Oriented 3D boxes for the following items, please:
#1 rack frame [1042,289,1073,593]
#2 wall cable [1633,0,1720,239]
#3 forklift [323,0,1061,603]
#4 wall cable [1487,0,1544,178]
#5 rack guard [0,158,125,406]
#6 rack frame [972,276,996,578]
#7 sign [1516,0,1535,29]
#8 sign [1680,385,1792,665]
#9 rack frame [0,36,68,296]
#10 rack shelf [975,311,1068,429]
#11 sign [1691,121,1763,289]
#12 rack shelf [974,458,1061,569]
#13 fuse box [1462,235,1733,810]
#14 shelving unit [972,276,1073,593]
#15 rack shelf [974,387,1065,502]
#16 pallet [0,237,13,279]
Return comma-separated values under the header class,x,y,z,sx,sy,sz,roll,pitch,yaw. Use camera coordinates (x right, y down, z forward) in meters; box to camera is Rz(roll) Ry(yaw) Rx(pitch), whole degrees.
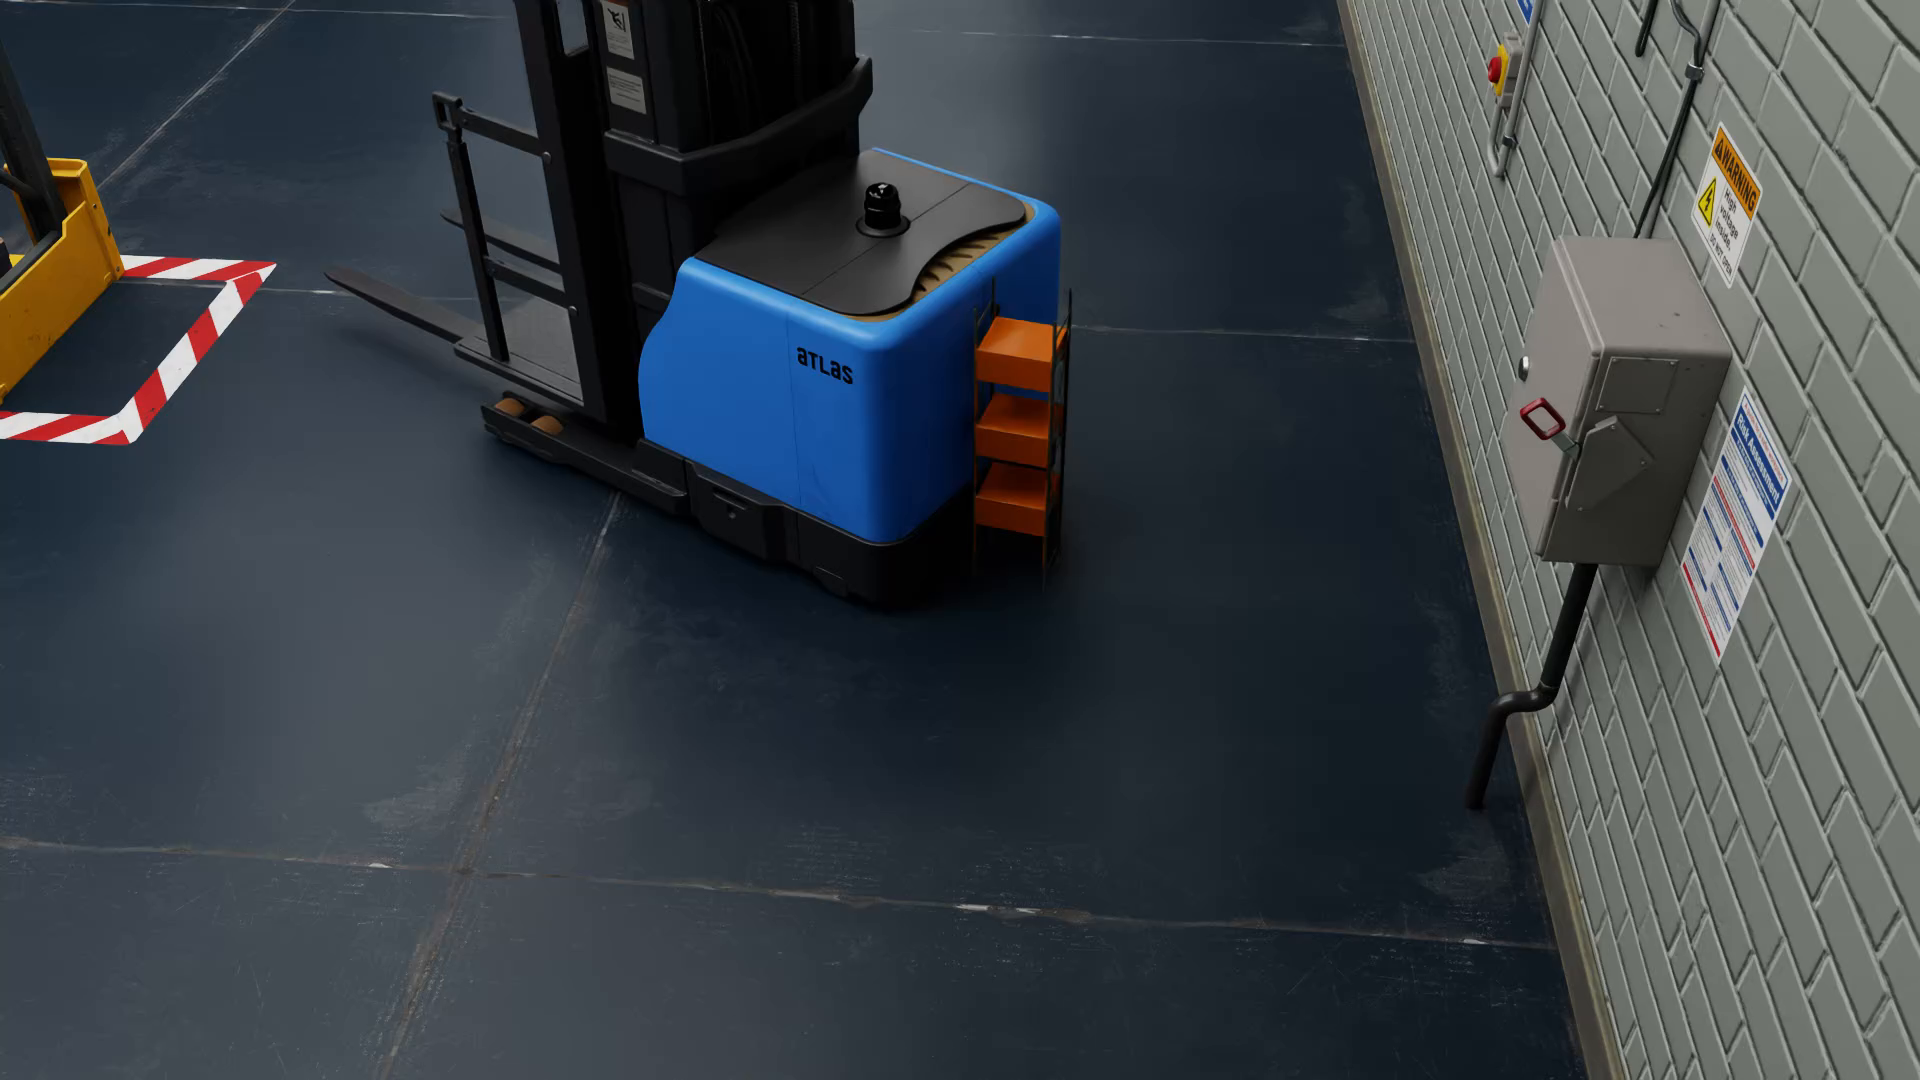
class,x,y,z,sx,sy,sz,roll,pitch,yaw
rack frame,0.308,-0.291,5.276,0.008,1.050,0.200,11,41,14
wall cable,1.669,-1.202,4.046,0.122,1.984,0.588,3,39,4
forklift,-1.152,-1.673,5.483,3.031,2.935,1.130,24,45,27
wall cable,1.780,-2.107,5.133,0.123,1.953,0.585,3,39,4
rack guard,-3.816,-1.023,6.610,0.348,0.500,1.175,3,39,4
rack frame,0.075,-0.338,5.334,0.008,1.050,0.200,11,41,14
sign,1.845,-1.833,5.411,0.001,0.218,0.327,3,39,4
sign,1.617,-0.029,3.485,0.001,0.494,0.329,3,39,4
rack frame,-3.840,-1.993,5.823,0.127,3.000,1.000,3,39,4
rack shelf,0.191,-0.526,5.132,0.240,0.259,0.215,11,41,14
sign,1.664,-0.731,3.618,0.001,0.242,0.339,3,39,4
rack shelf,0.191,-0.091,5.487,0.240,0.259,0.215,11,41,14
fuse box,1.453,0.112,4.257,0.414,1.711,0.539,3,39,4
shelving unit,0.191,-0.315,5.305,0.252,1.050,0.215,11,41,14
rack shelf,0.191,-0.306,5.312,0.240,0.259,0.215,11,41,14
pallet,-4.643,-0.906,6.696,1.213,0.211,1.003,3,39,4
